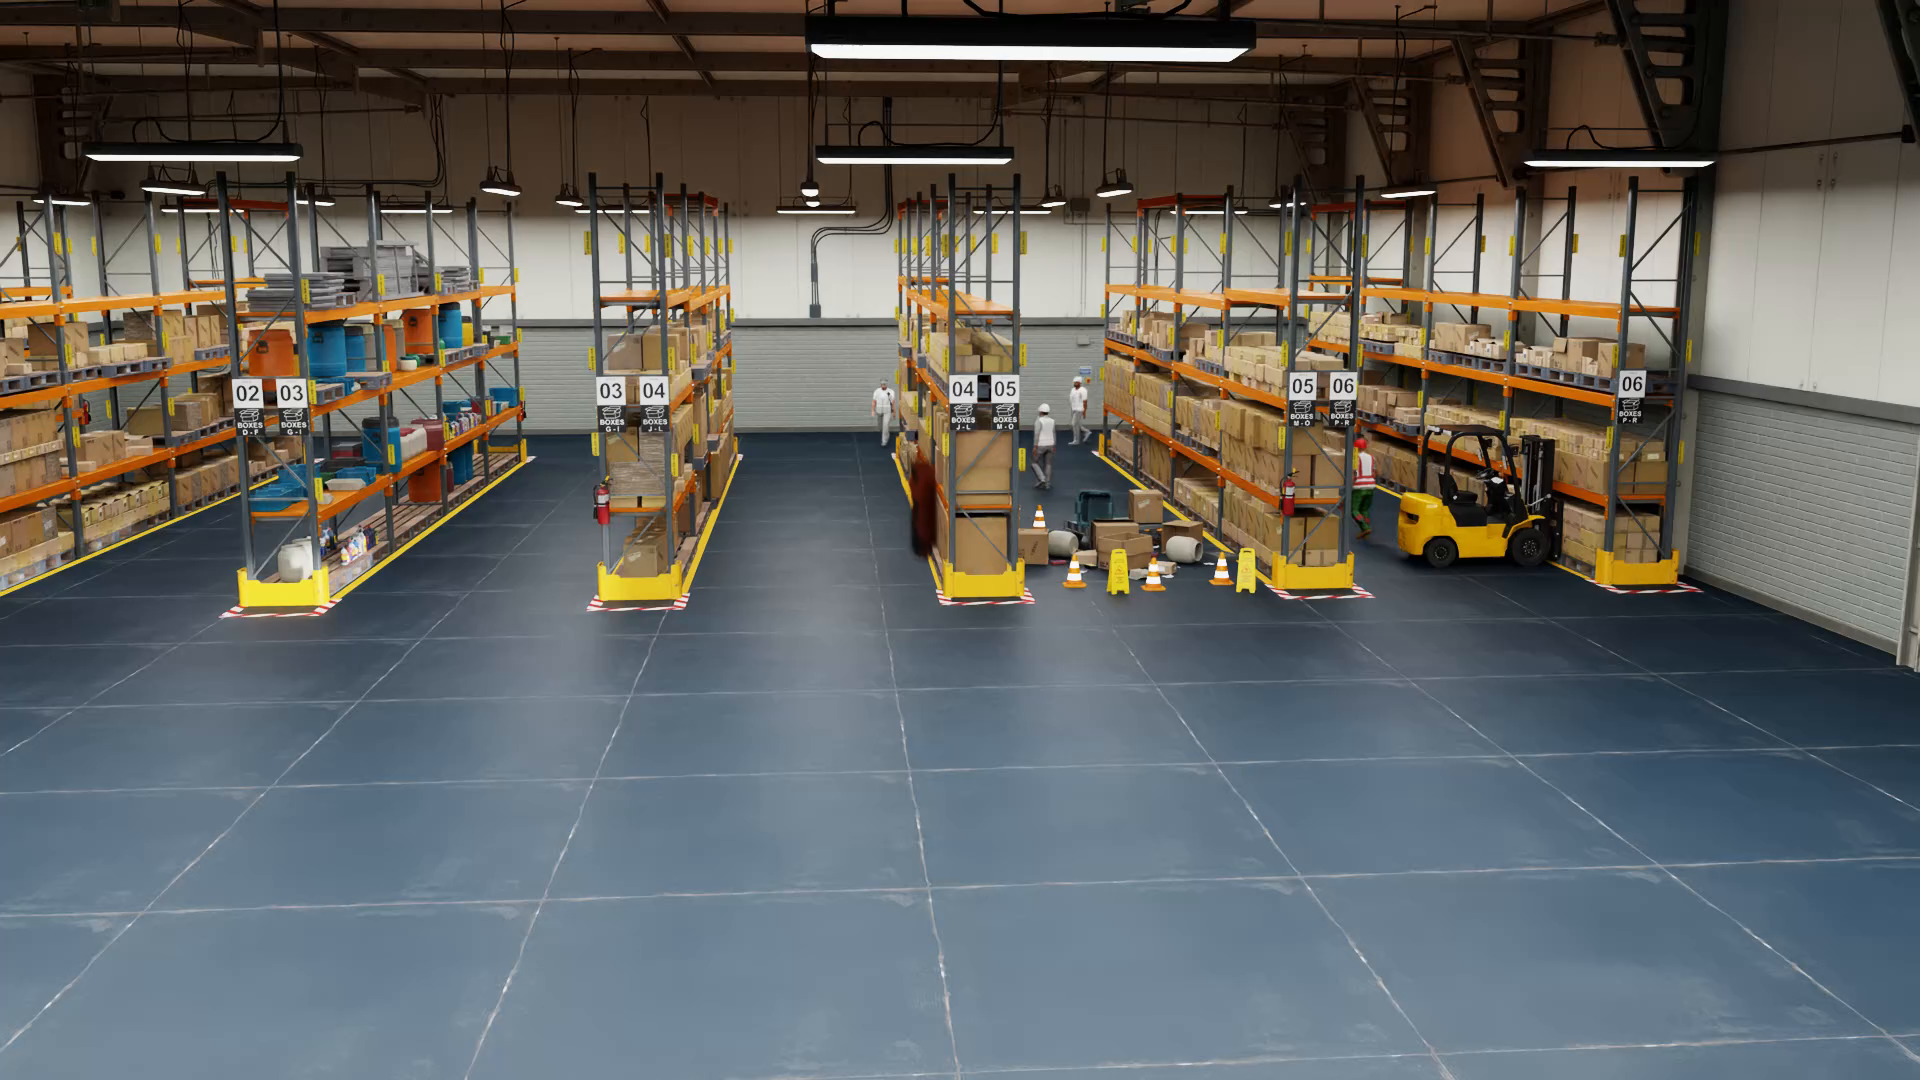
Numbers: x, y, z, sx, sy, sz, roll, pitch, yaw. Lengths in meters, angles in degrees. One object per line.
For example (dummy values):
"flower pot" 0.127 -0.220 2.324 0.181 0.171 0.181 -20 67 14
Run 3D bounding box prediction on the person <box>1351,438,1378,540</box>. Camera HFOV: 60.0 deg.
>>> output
"person" 6.977 -0.870 28.717 0.626 1.726 0.738 -4 11 -22

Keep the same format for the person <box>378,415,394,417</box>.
"person" -12.658 -2.230 36.746 0.446 1.540 0.972 -1 10 -4

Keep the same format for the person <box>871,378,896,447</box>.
"person" -1.948 -3.245 42.104 0.549 1.705 1.040 3 10 16

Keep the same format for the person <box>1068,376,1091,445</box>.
"person" 3.044 -3.294 42.242 0.675 1.750 0.546 -3 10 -17

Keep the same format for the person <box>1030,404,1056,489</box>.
"person" 1.763 -1.954 34.649 0.569 1.774 0.453 -7 12 -33
